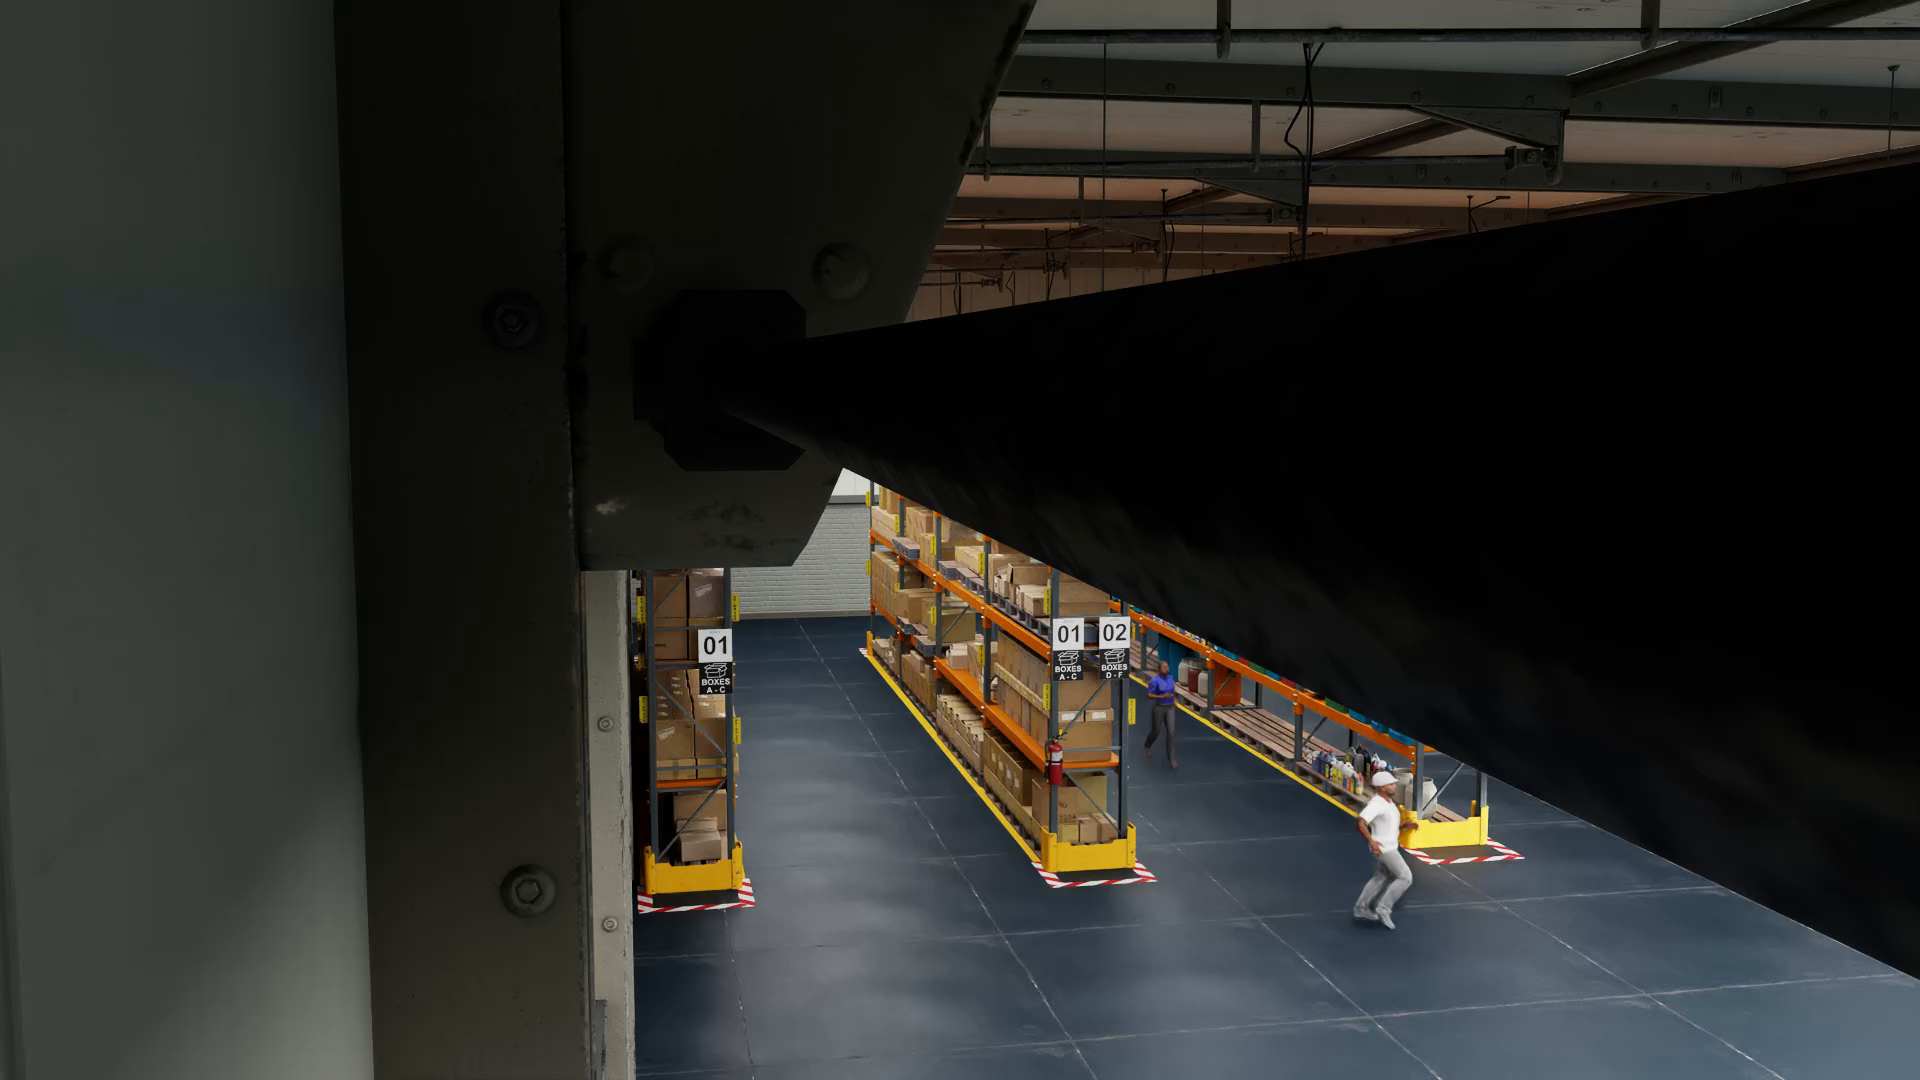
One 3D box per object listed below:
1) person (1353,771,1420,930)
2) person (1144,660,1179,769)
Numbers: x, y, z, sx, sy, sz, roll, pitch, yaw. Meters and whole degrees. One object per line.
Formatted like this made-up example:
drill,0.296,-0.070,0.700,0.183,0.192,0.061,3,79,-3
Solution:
person,4.822,3.498,18.791,0.710,1.782,0.678,2,6,15
person,3.203,2.727,26.378,0.604,1.661,0.900,-2,6,-22
